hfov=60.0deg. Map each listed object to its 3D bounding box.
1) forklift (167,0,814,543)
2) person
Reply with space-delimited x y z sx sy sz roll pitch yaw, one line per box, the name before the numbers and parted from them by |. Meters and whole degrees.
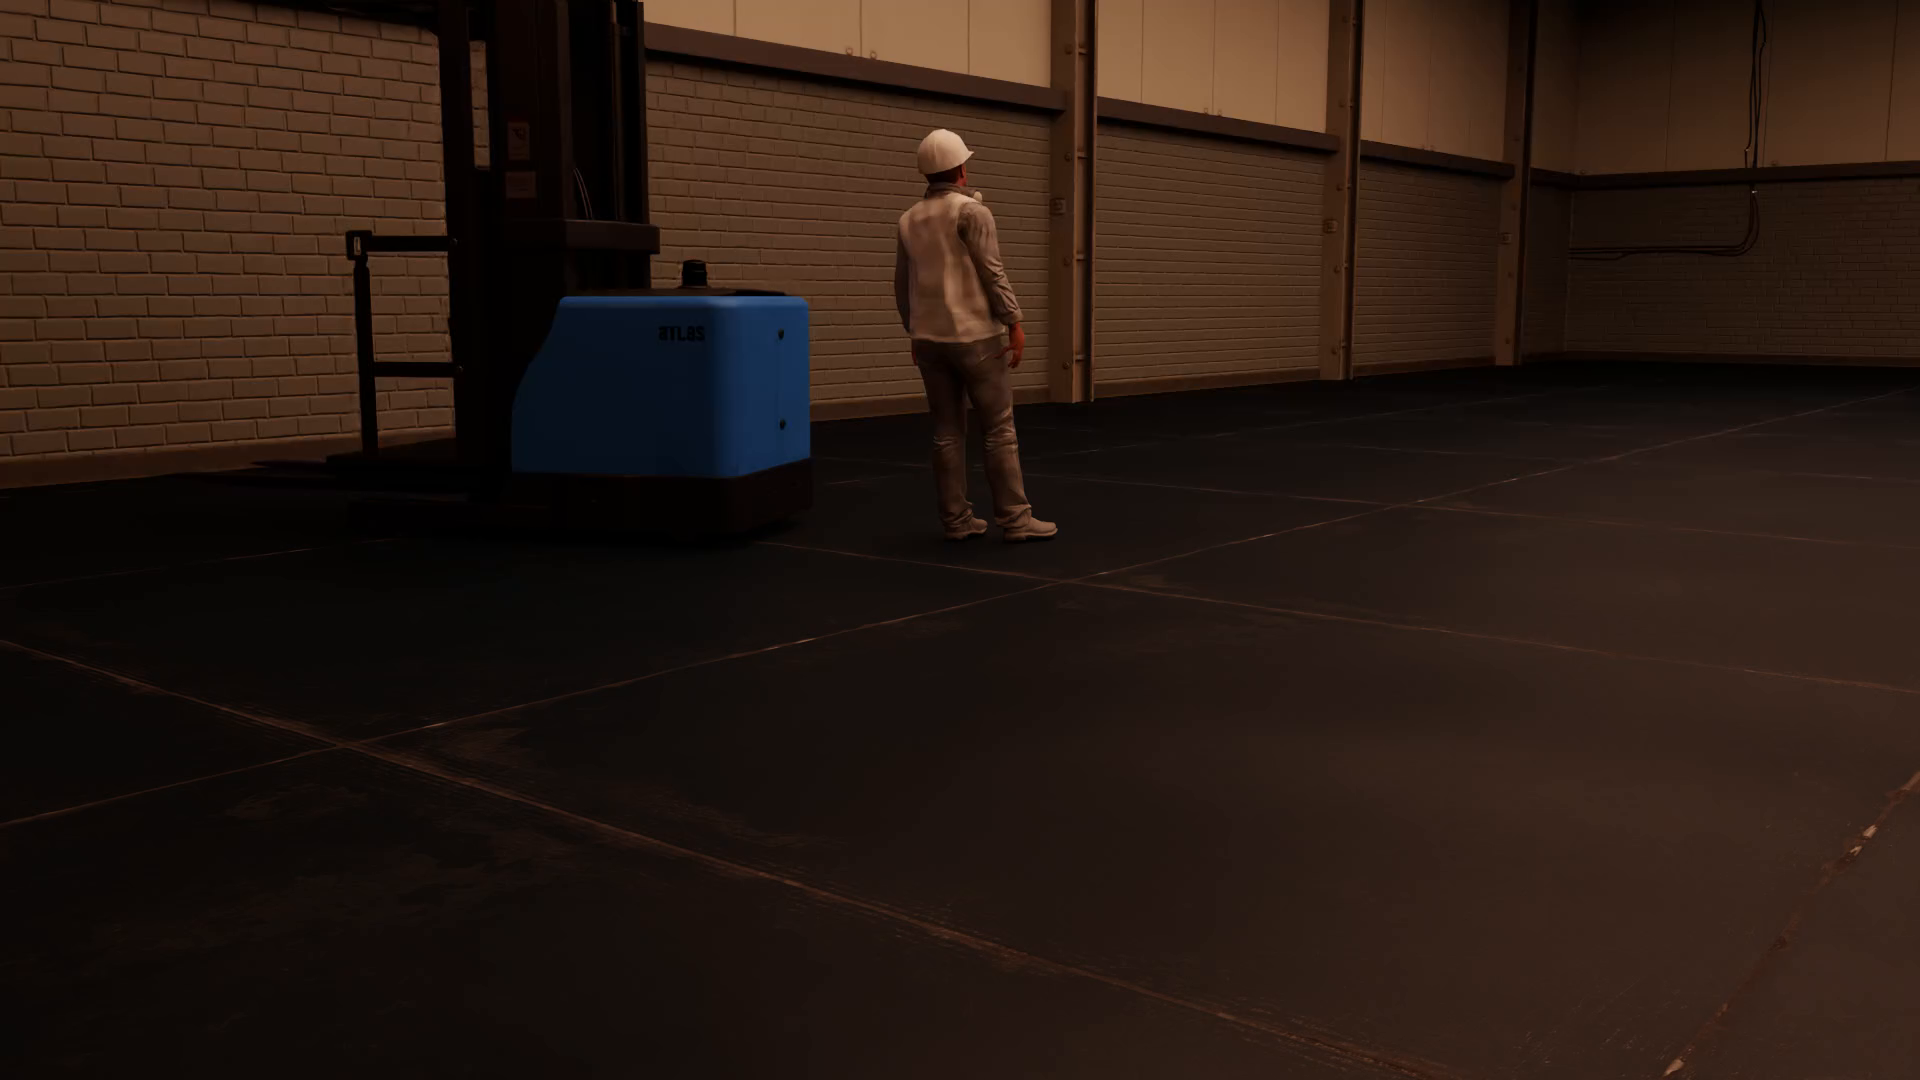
forklift | -2.275 -1.532 7.754 3.031 2.935 1.130 2 9 15
person | 0.045 -0.891 7.319 0.633 1.775 0.566 7 11 38
